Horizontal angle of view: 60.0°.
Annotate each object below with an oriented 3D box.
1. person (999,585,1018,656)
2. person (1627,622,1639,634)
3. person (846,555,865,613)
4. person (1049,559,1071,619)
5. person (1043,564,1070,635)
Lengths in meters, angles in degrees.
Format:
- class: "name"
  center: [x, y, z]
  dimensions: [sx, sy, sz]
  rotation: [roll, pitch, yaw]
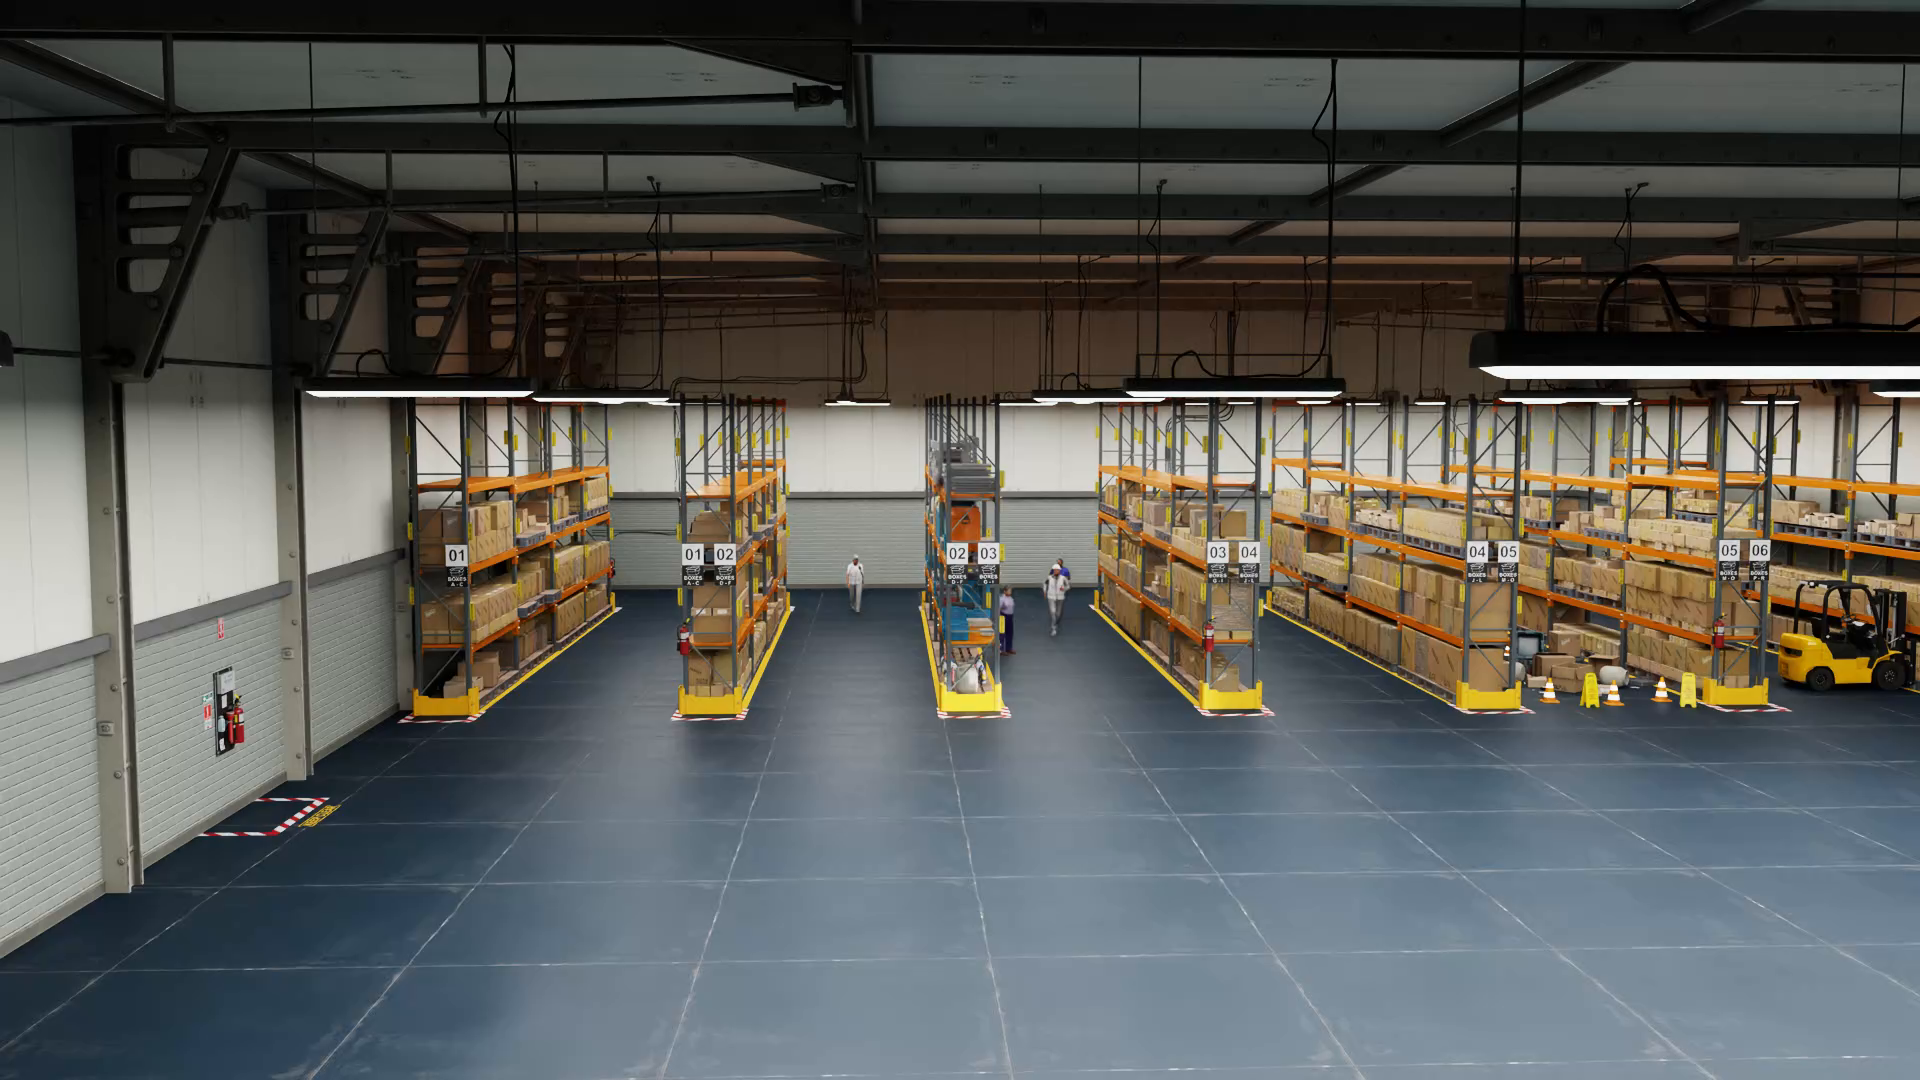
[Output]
- class: "person"
  center: [1.079, 1.860, 38.601]
  dimensions: [0.376, 1.643, 0.613]
  rotation: [4, 6, 39]
- class: "person"
  center: [16.939, 1.580, 41.895]
  dimensions: [0.435, 1.689, 0.475]
  rotation: [1, 5, 16]
- class: "person"
  center: [-2.940, 1.224, 46.723]
  dimensions: [0.502, 1.623, 0.929]
  rotation: [0, 5, 2]
- class: "person"
  center: [2.722, 1.307, 45.232]
  dimensions: [0.570, 1.609, 1.006]
  rotation: [0, 5, -2]
- class: "person"
  center: [2.464, 1.484, 42.122]
  dimensions: [0.656, 1.747, 0.995]
  rotation: [0, 5, -4]
